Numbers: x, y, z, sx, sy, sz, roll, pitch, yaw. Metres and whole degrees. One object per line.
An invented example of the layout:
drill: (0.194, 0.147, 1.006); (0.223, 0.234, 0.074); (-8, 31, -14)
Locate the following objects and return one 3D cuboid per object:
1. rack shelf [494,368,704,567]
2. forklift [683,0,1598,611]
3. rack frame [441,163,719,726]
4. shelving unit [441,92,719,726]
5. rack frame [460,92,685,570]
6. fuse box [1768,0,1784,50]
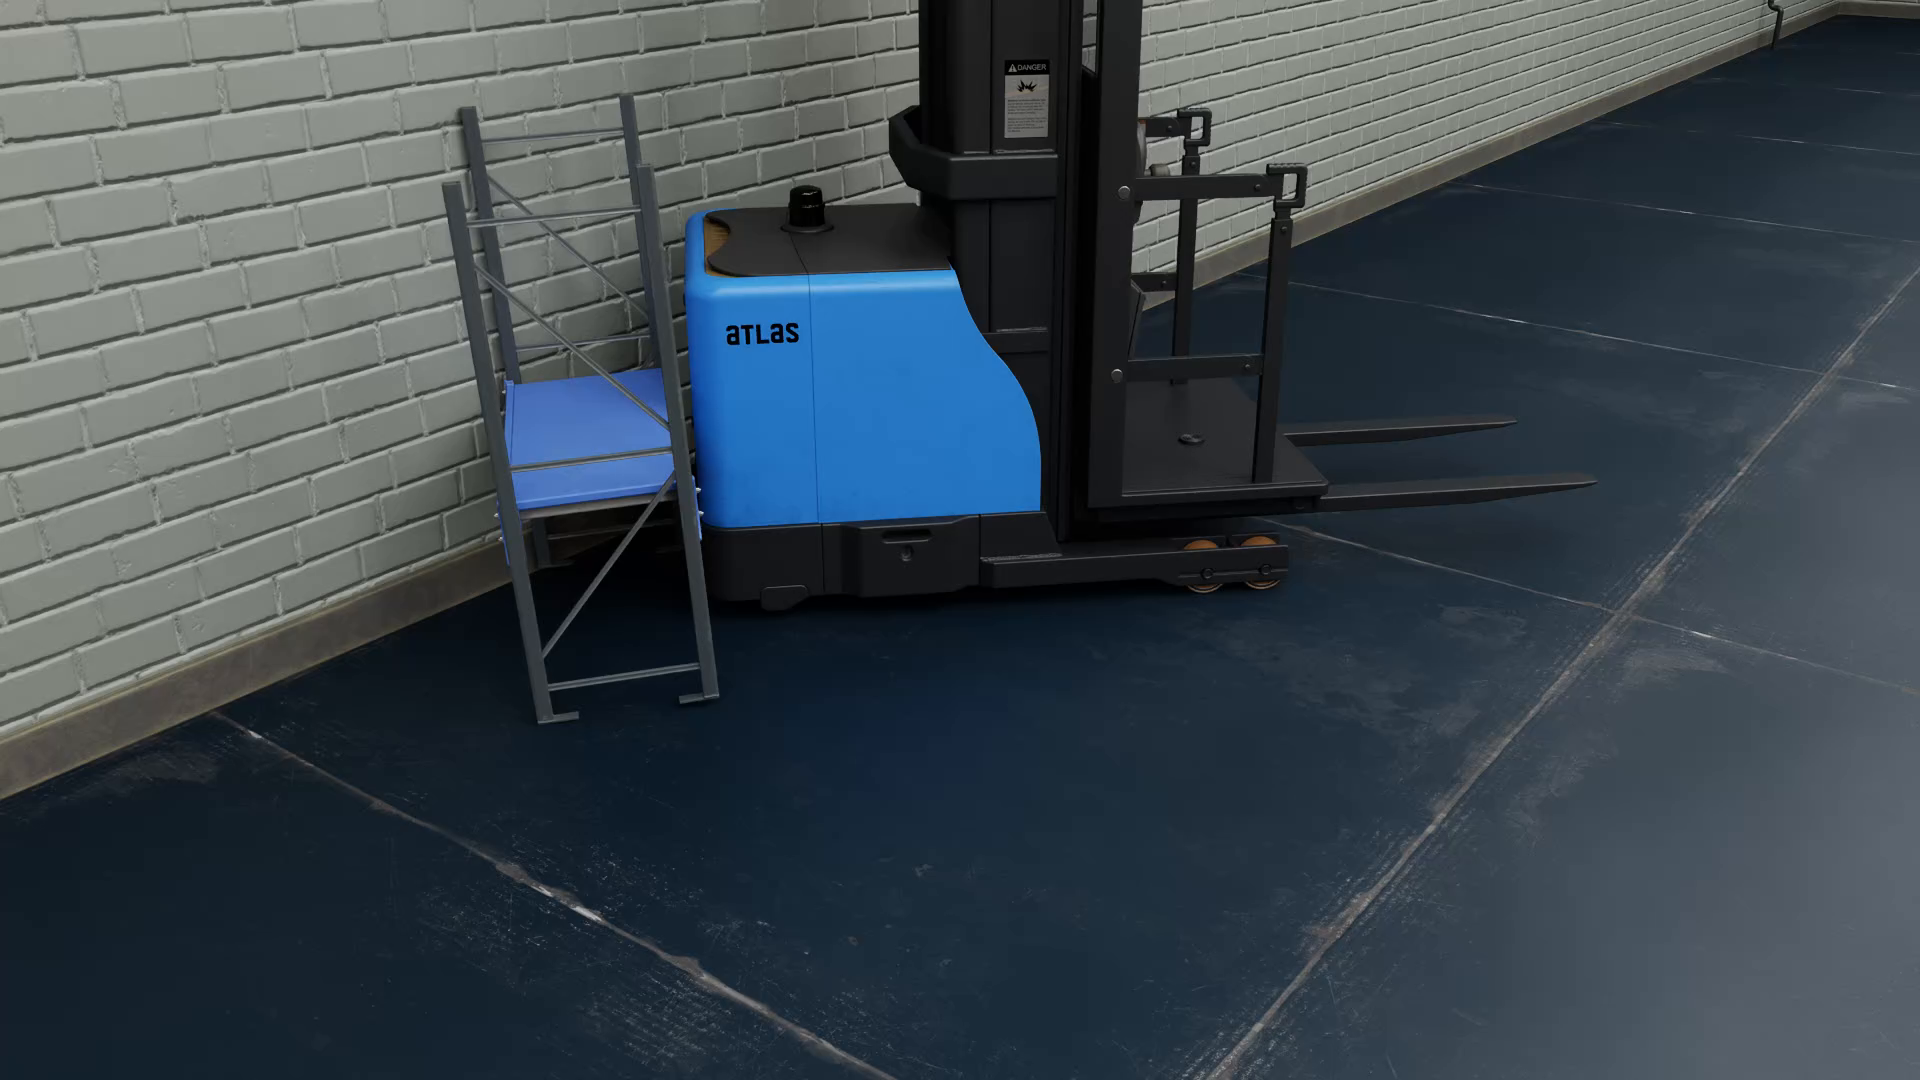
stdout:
rack shelf: (-1.063, -0.250, 4.855); (0.538, 0.185, 1.000); (-8, 26, -10)
forklift: (0.623, -1.379, 5.244); (3.031, 2.935, 1.130); (-3, 24, -8)
rack frame: (-0.958, -0.206, 4.328); (0.500, 1.500, 0.032); (-8, 26, -10)
shelving unit: (-1.071, -0.413, 4.778); (0.538, 1.500, 1.048); (-8, 26, -10)
rack frame: (-1.184, -0.620, 5.228); (0.500, 1.500, 0.032); (-8, 26, -10)
fuse box: (8.551, -5.916, 17.055); (0.414, 1.711, 0.539); (17, 29, 33)
